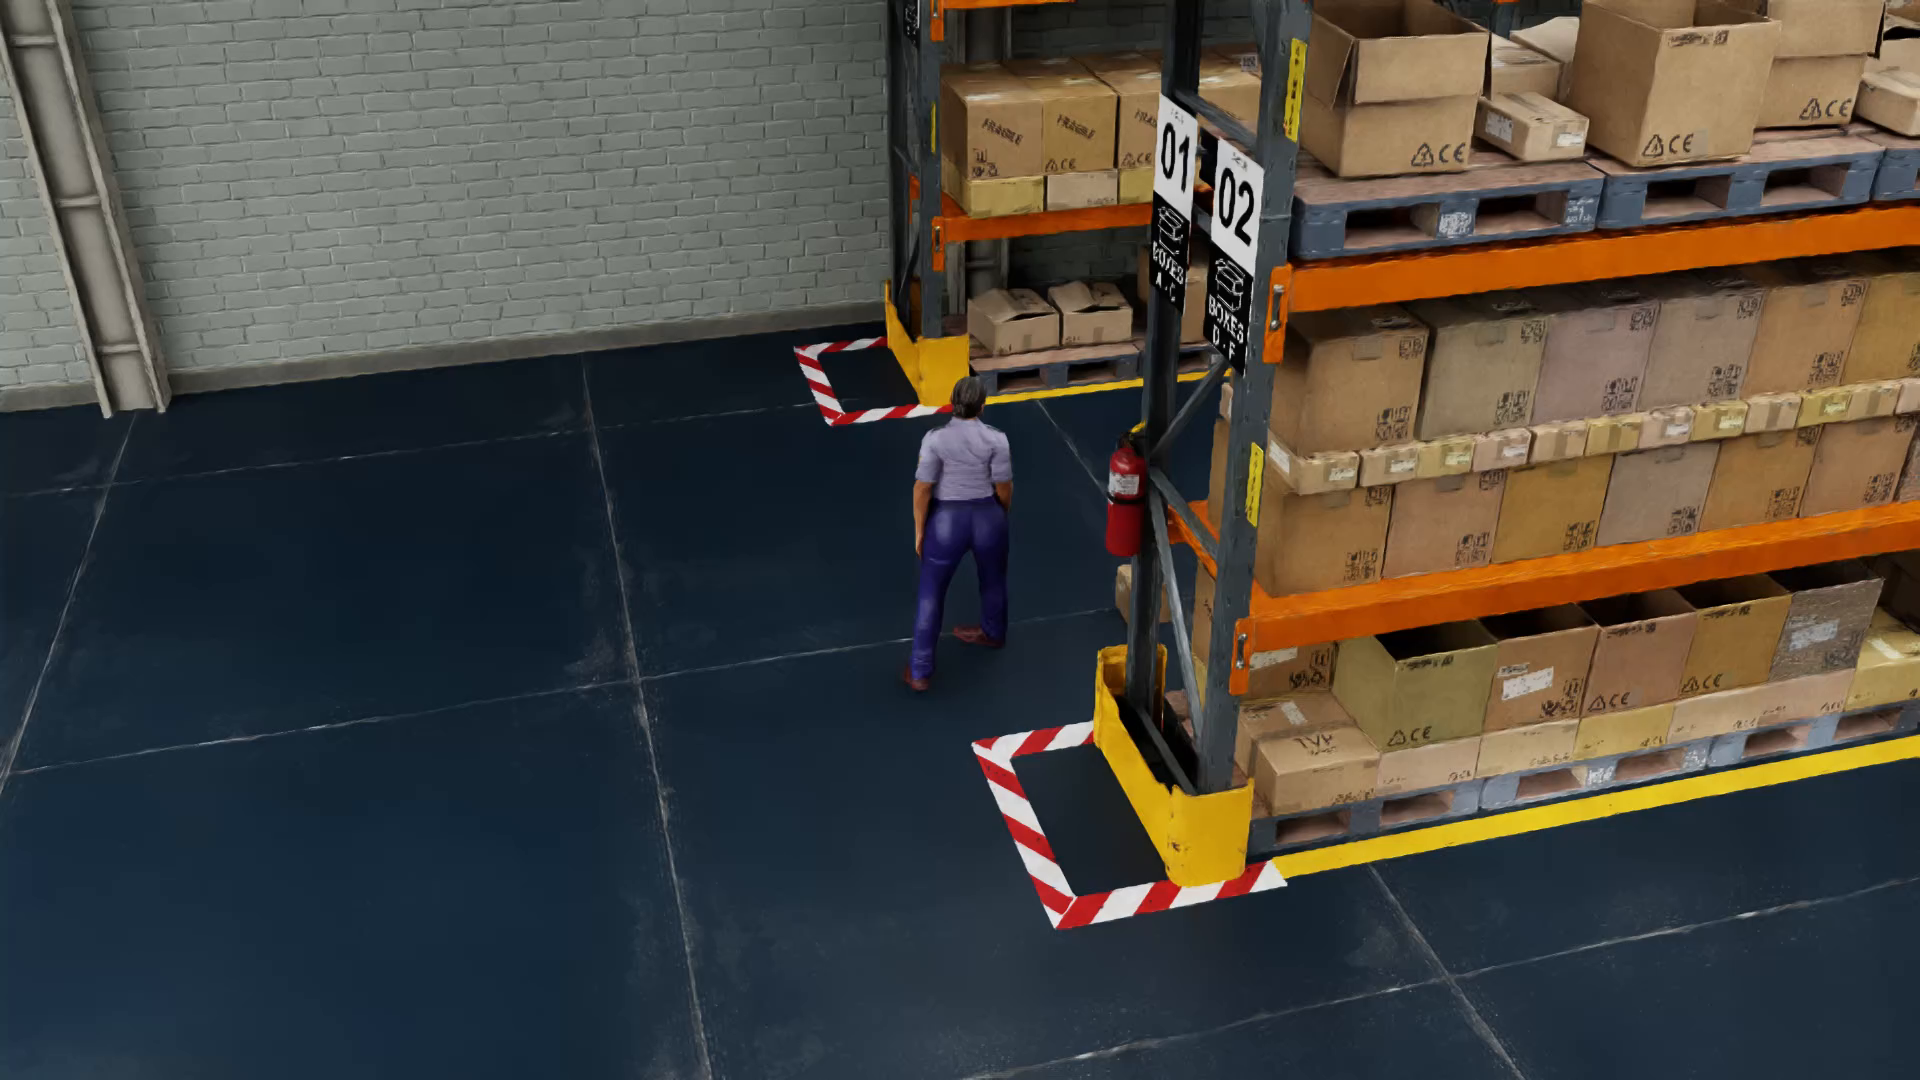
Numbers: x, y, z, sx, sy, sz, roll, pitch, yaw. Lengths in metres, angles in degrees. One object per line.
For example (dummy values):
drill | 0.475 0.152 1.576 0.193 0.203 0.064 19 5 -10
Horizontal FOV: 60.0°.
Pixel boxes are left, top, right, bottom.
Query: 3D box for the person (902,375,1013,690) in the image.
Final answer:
person | -0.024 -0.048 8.344 0.590 1.650 0.573 -5 31 -8
